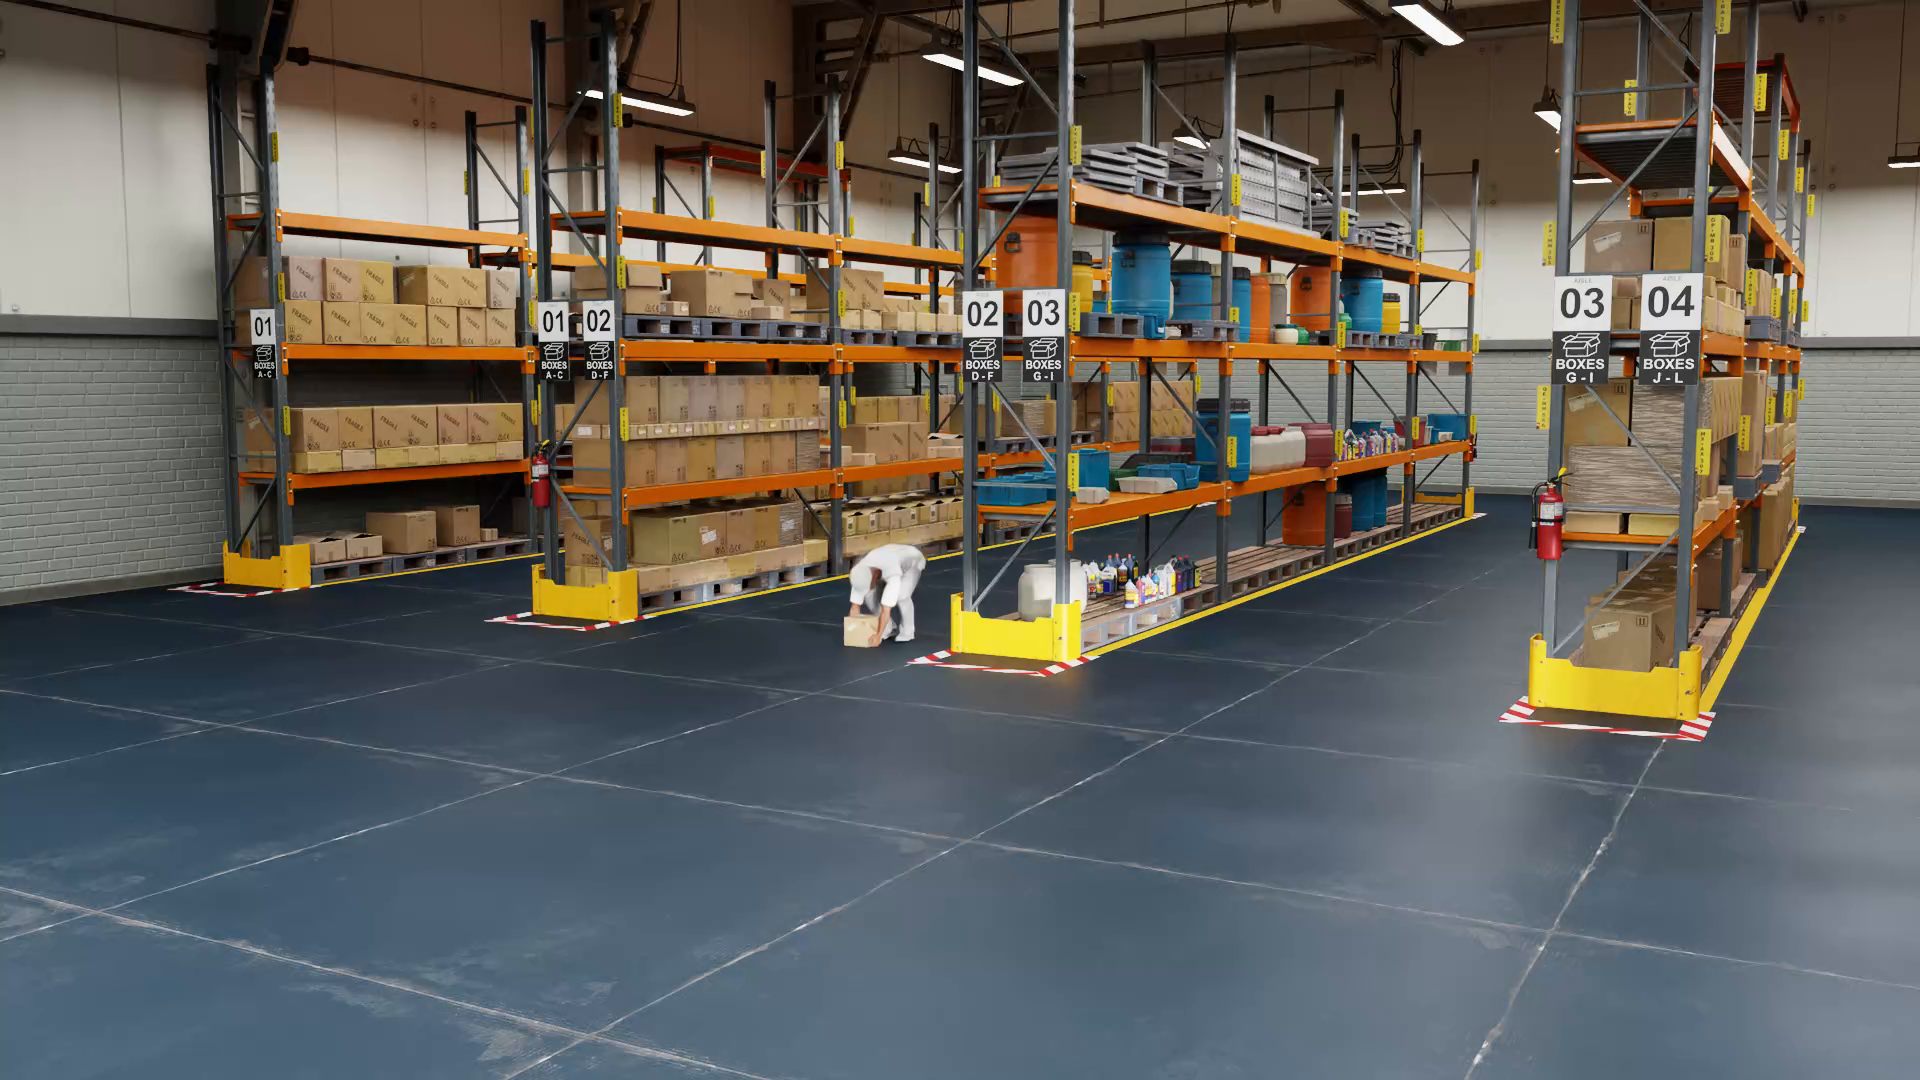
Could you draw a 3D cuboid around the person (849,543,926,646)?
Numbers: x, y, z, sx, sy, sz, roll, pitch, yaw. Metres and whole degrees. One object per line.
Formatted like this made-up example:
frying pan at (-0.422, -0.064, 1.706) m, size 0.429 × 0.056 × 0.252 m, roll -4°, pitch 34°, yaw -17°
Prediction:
person at (-0.700, 0.505, 15.416) m, size 0.547 × 0.907 × 0.976 m, roll 3°, pitch 7°, yaw 26°
